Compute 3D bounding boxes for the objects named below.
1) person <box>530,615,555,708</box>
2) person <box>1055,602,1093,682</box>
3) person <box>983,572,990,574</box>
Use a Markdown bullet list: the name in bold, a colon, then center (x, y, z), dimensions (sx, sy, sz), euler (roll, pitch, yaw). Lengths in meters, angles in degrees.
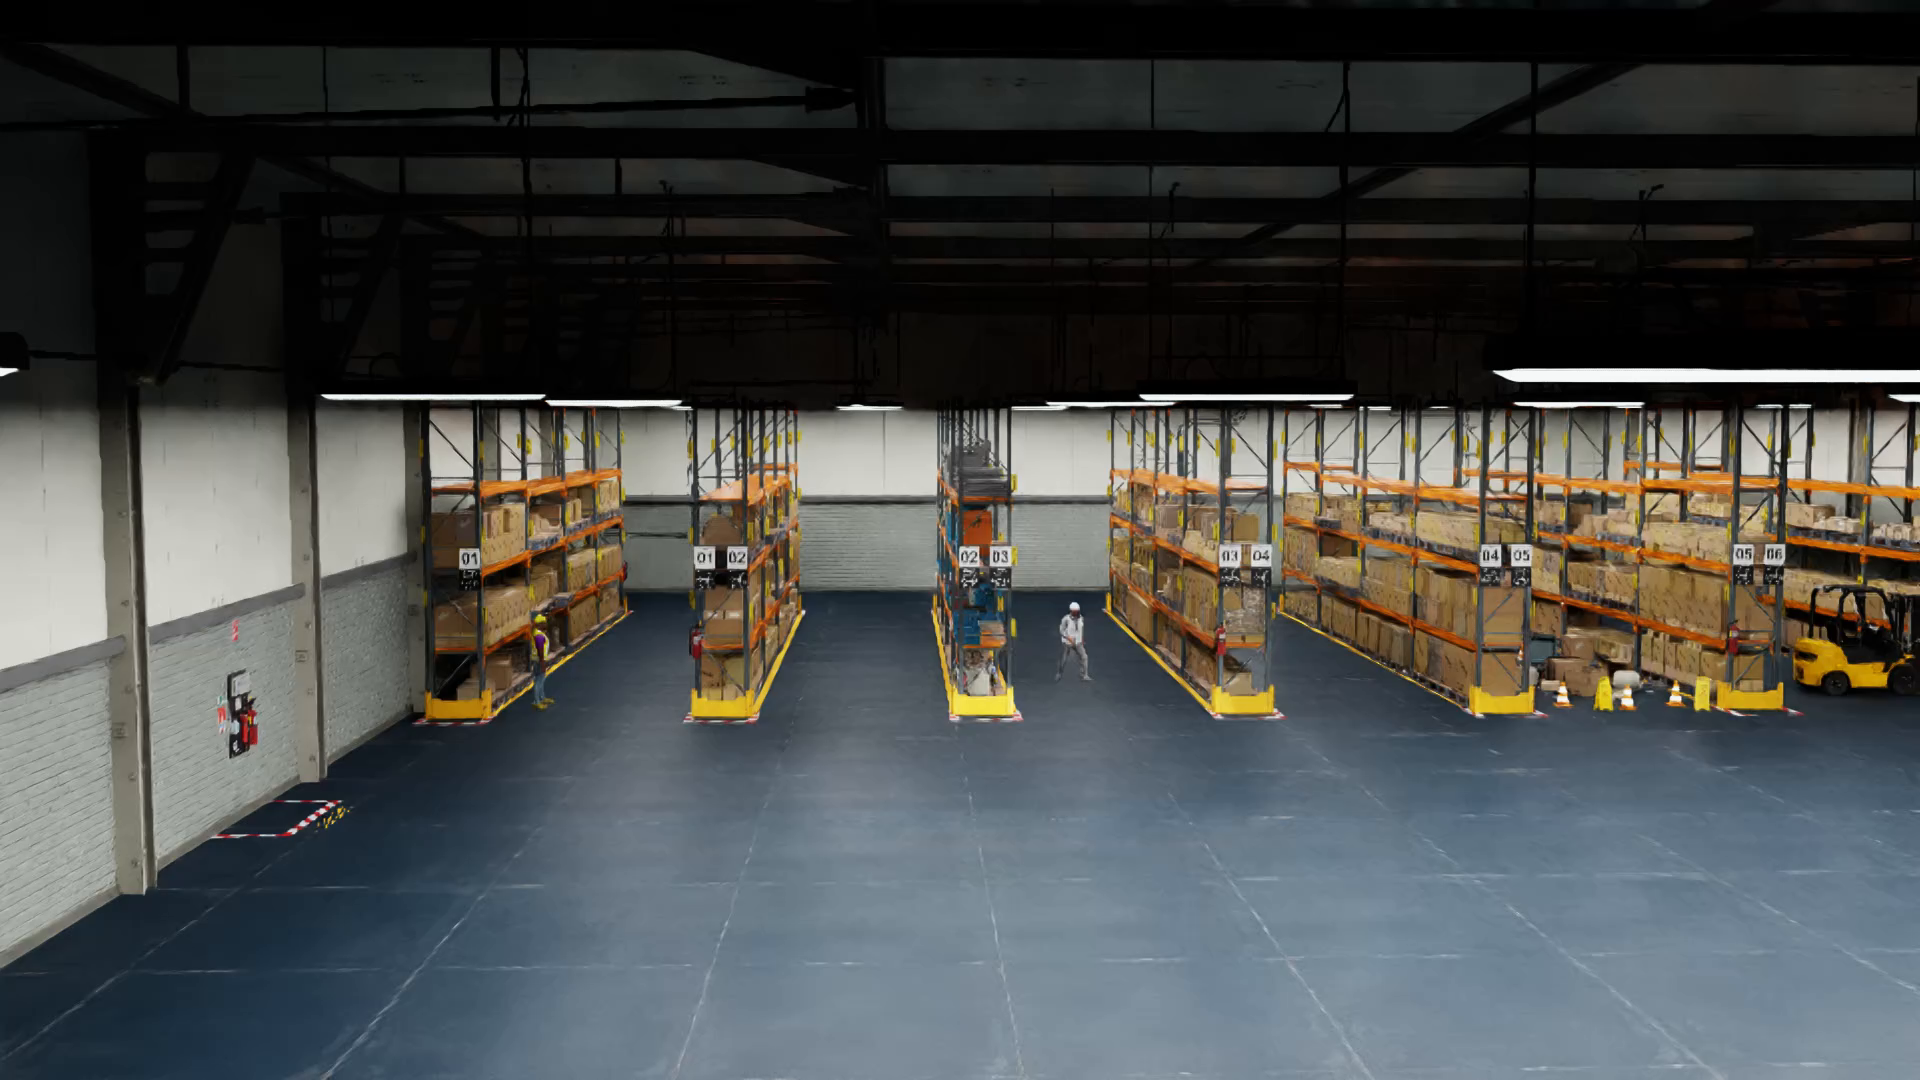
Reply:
- **person**: center (-8.084, 2.333, 32.209), dimensions (0.465, 1.771, 0.645), euler (-2, 5, -20)
- **person**: center (2.379, 2.141, 35.253), dimensions (0.682, 1.712, 0.844), euler (-2, 5, -19)
- **person**: center (0.715, 1.312, 45.874), dimensions (0.724, 1.714, 0.905), euler (-2, 5, -19)
